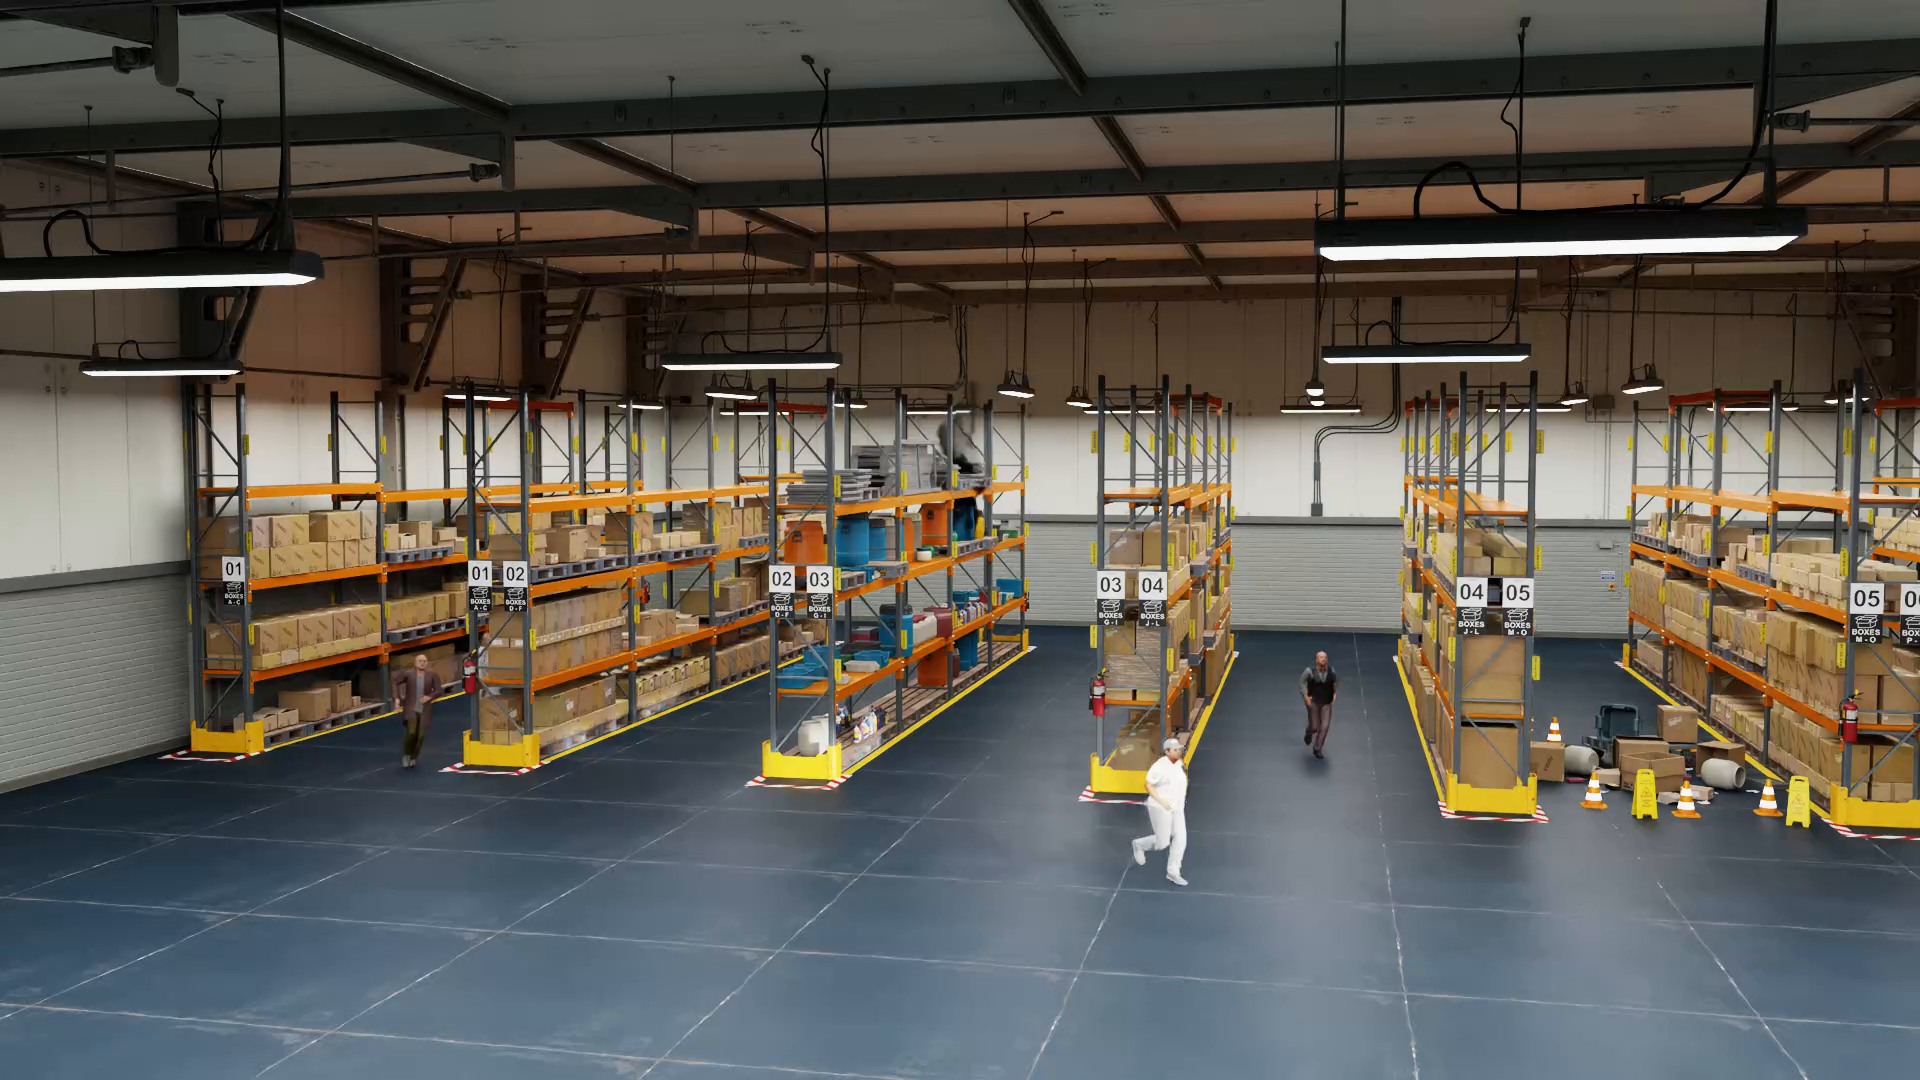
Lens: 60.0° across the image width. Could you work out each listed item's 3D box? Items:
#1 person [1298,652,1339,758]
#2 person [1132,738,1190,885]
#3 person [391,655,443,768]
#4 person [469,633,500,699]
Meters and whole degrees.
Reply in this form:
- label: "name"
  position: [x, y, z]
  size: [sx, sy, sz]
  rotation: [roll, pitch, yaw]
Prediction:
- label: "person"
  position: [5.796, 2.636, 26.845]
  size: [0.681, 1.694, 0.675]
  rotation: [0, 3, -6]
- label: "person"
  position: [2.356, 3.102, 19.209]
  size: [0.631, 1.654, 0.782]
  rotation: [-3, 5, -44]
- label: "person"
  position: [-8.416, 2.652, 25.842]
  size: [0.723, 1.737, 0.626]
  rotation: [-2, 4, -30]
- label: "person"
  position: [-8.105, 2.547, 28.471]
  size: [0.681, 1.742, 0.829]
  rotation: [0, 3, 4]
